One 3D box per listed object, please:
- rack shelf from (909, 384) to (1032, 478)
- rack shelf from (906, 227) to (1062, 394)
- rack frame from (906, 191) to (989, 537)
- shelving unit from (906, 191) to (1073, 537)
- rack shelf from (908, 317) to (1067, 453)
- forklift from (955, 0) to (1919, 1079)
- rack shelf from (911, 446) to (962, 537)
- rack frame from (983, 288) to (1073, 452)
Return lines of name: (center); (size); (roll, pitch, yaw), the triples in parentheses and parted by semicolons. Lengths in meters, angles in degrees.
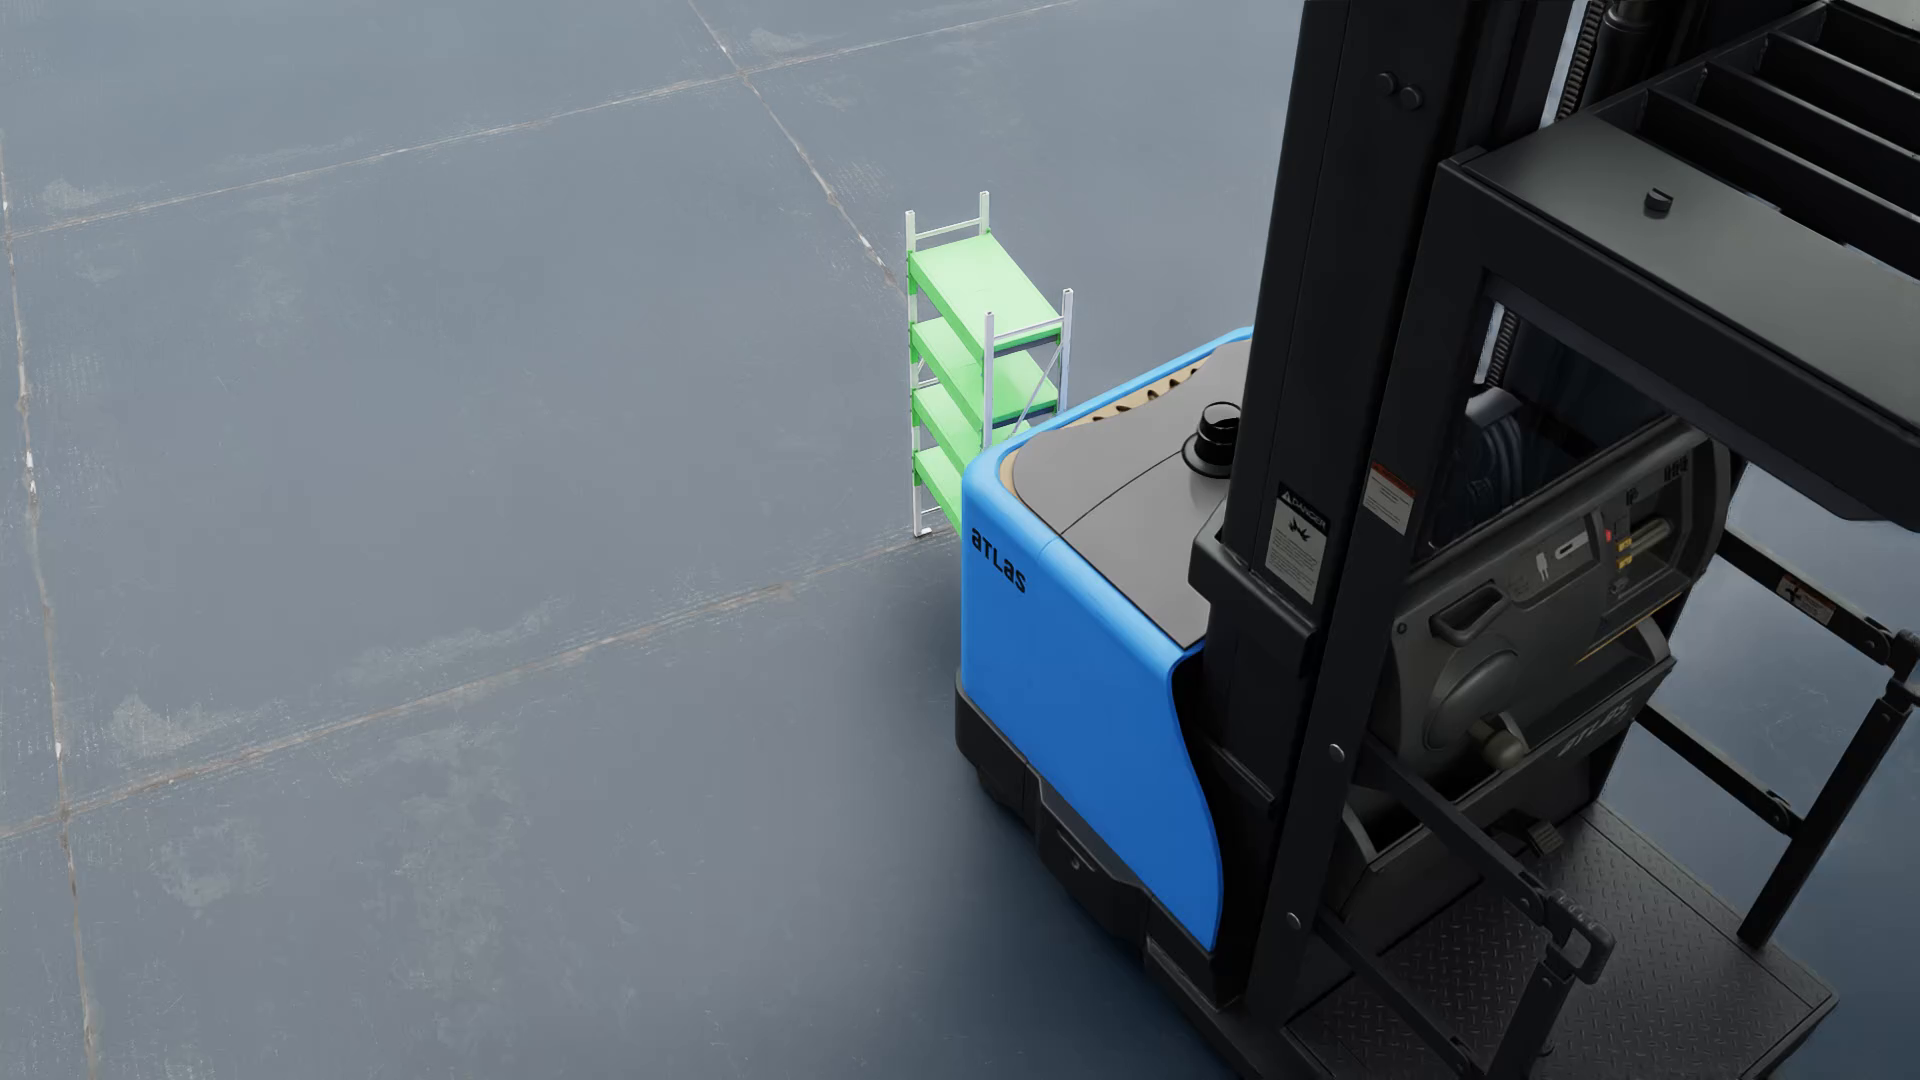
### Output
rack shelf: (0.070, -0.276, 4.767); (0.258, 0.148, 0.480); (-18, 47, -17)
rack shelf: (0.070, -0.618, 4.429); (0.258, 0.148, 0.480); (-18, 47, -17)
rack frame: (-0.033, -0.477, 4.879); (0.240, 1.200, 0.015); (-18, 47, -17)
shelving unit: (0.070, -0.322, 4.722); (0.258, 1.200, 0.503); (-18, 47, -17)
rack shelf: (0.070, -0.447, 4.598); (0.258, 0.148, 0.480); (-18, 47, -17)
forklift: (1.256, 0.180, 2.981); (1.130, 2.935, 3.031); (-27, 51, -25)
rack shelf: (0.070, -0.105, 4.935); (0.258, 0.148, 0.480); (-18, 47, -17)
rack frame: (0.172, -0.166, 4.564); (0.240, 1.200, 0.015); (-18, 47, -17)
